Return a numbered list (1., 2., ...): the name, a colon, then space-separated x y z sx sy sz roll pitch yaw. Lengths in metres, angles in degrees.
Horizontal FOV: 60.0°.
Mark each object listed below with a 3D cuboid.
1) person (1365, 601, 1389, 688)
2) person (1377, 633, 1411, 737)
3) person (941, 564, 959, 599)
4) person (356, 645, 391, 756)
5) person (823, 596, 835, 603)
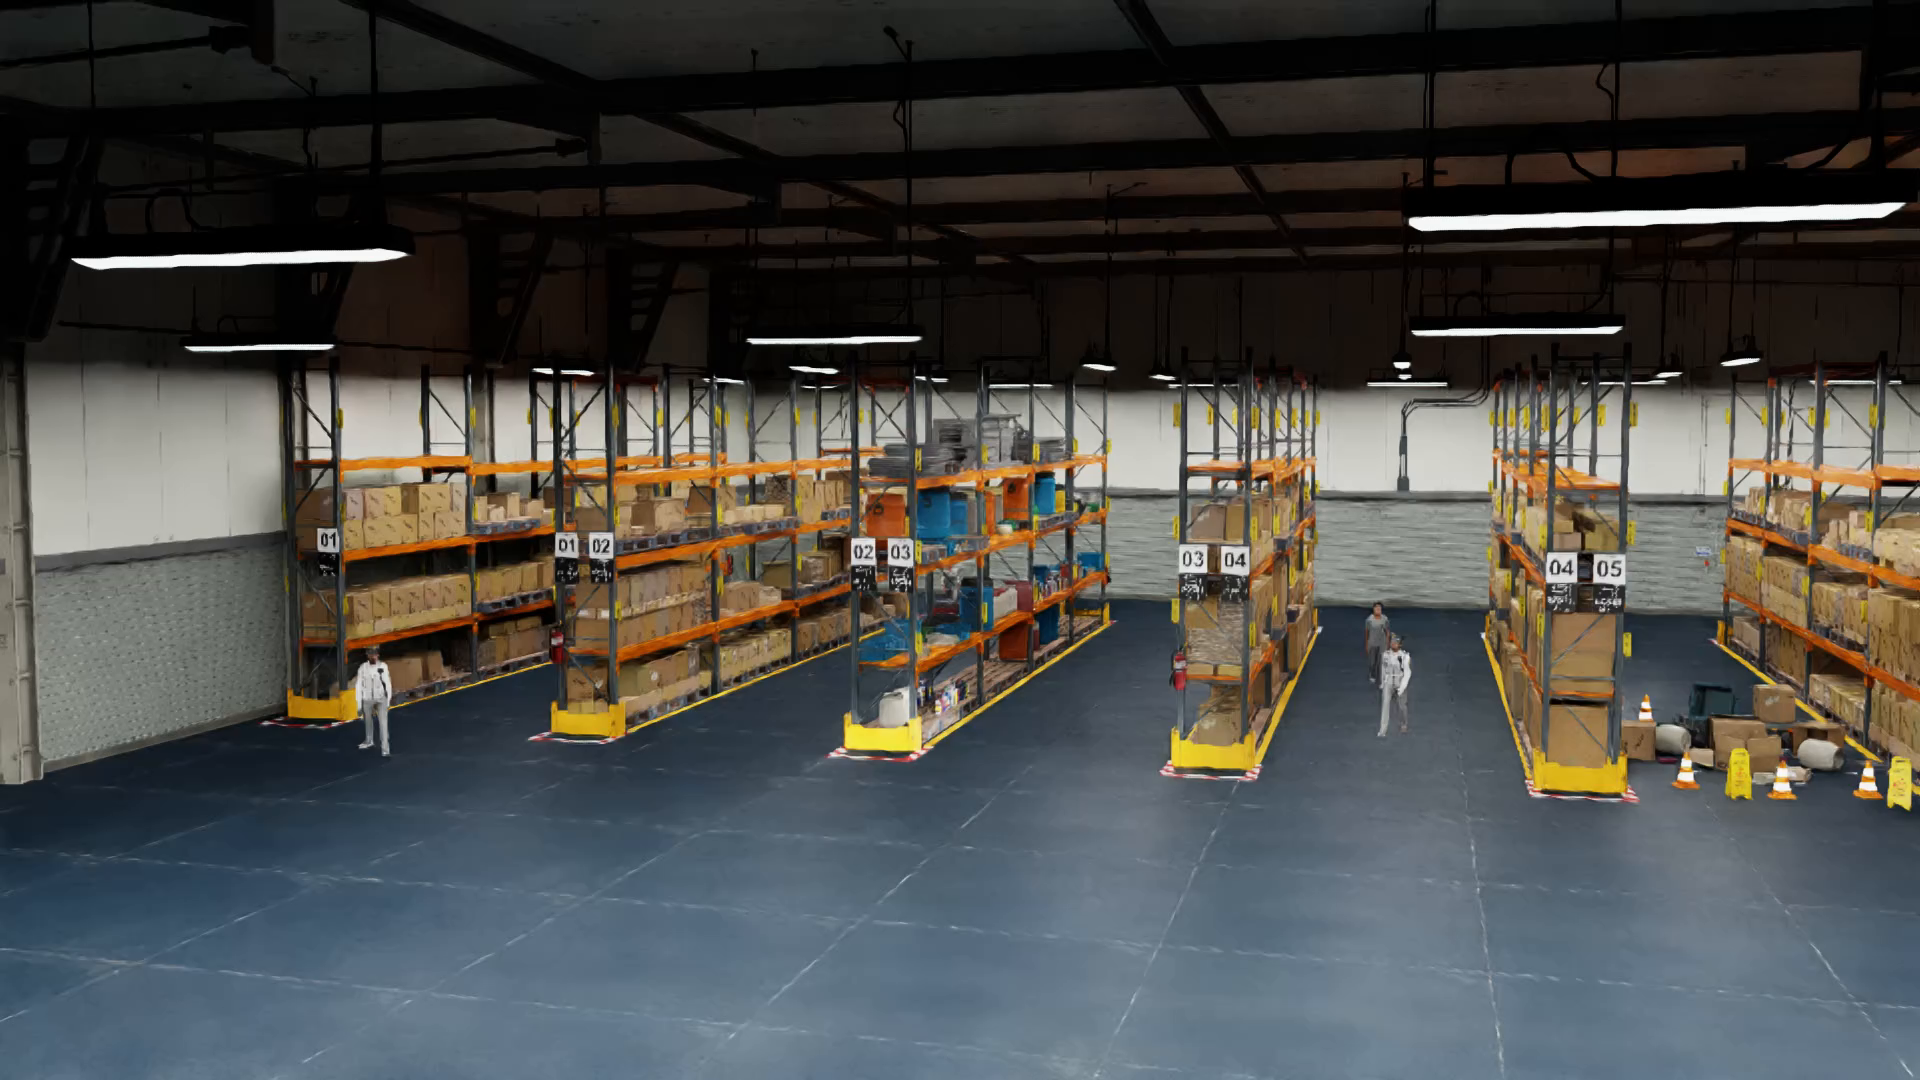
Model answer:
1. person: 7.745 1.925 30.913 0.449 1.566 1.097 1 4 14
2. person: 6.846 2.258 26.124 0.482 1.621 0.996 2 5 24
3. person: -0.245 1.180 41.504 0.440 1.516 1.016 0 4 5
4. person: -8.735 2.357 24.737 0.540 1.646 0.912 -1 4 -12
5. person: -3.315 1.033 42.593 0.371 1.664 0.608 1 4 15
